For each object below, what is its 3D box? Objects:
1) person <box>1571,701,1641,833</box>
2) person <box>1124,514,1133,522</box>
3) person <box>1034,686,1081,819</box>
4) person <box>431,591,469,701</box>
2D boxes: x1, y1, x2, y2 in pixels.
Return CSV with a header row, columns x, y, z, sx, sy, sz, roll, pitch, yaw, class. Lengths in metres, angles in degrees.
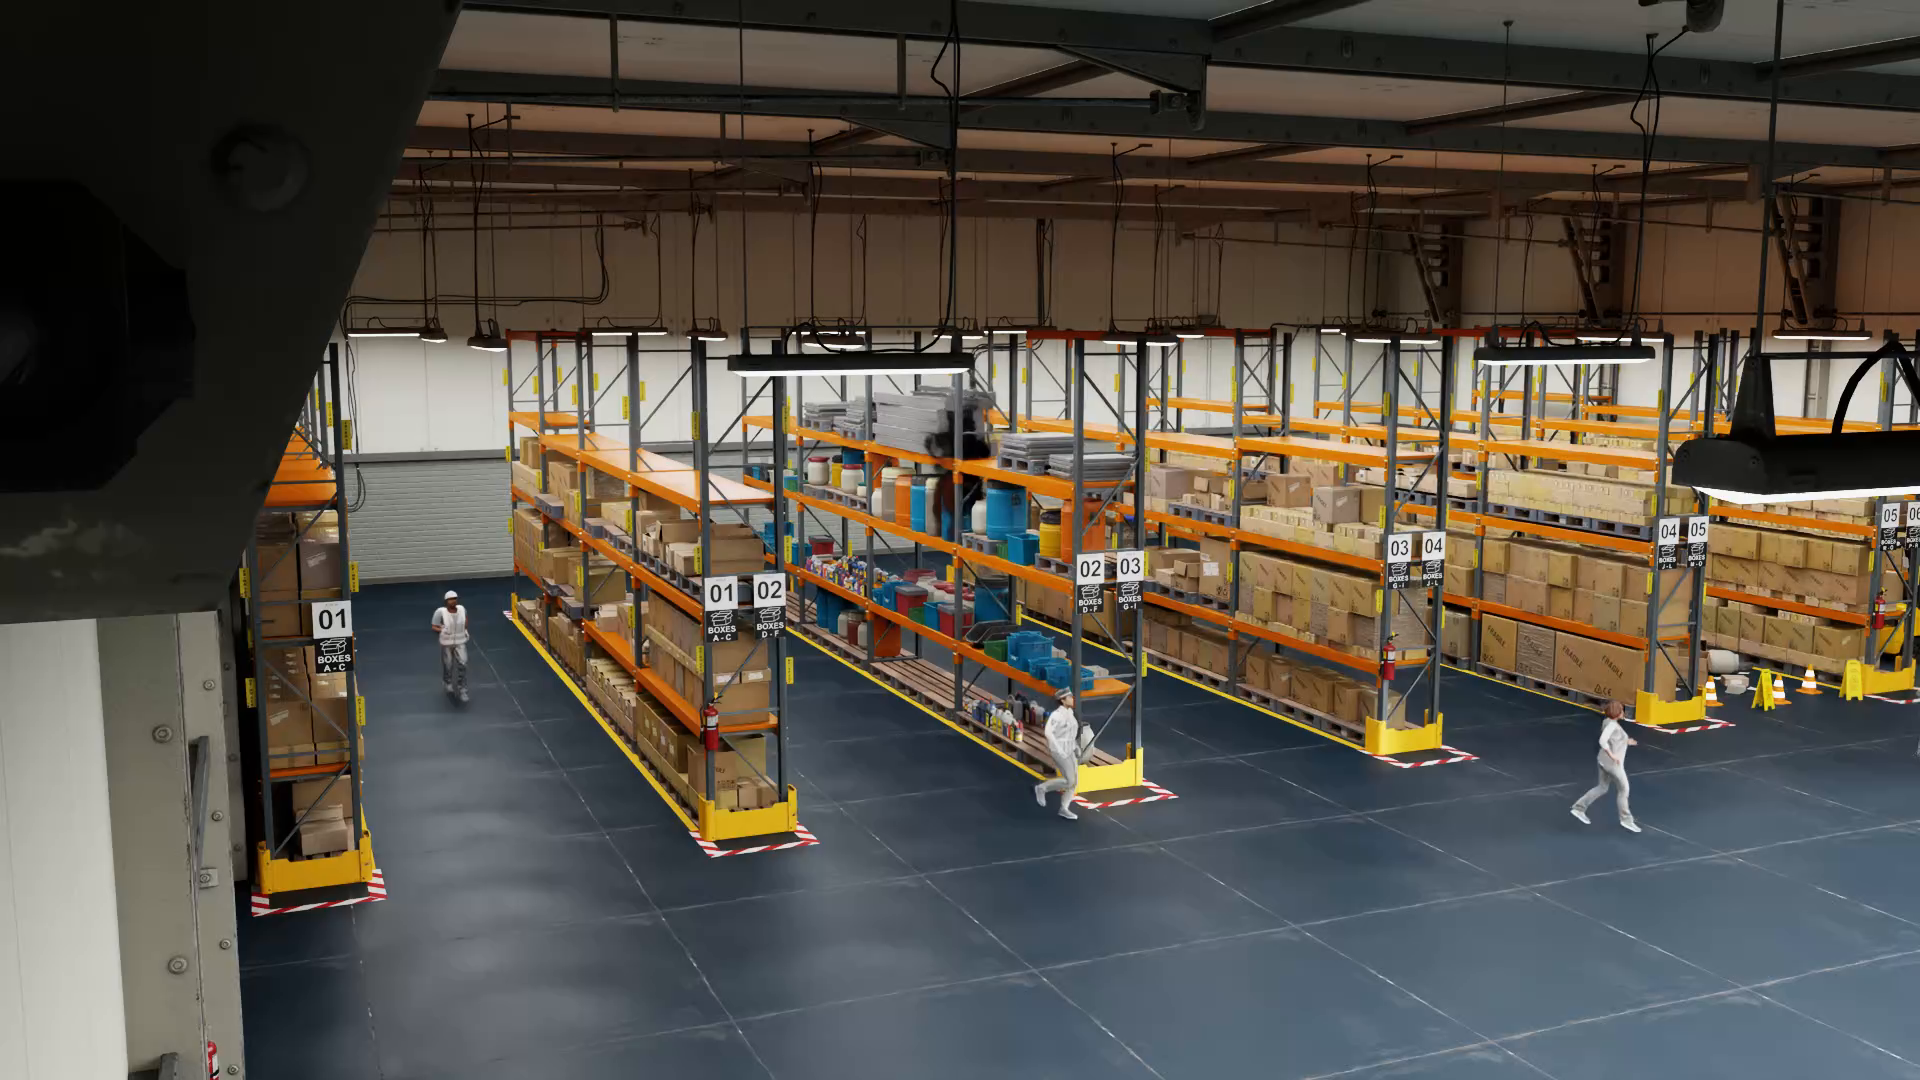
x,y,z,sx,sy,sz,roll,pitch,yaw,class
7.943,2.771,20.367,0.841,1.623,0.535,0,8,1,person
4.085,-0.122,41.744,0.569,1.639,0.718,-1,8,-4,person
1.311,2.664,21.121,0.600,1.624,0.659,4,9,27,person
-8.367,1.745,27.387,0.658,1.843,0.776,-4,9,-29,person
